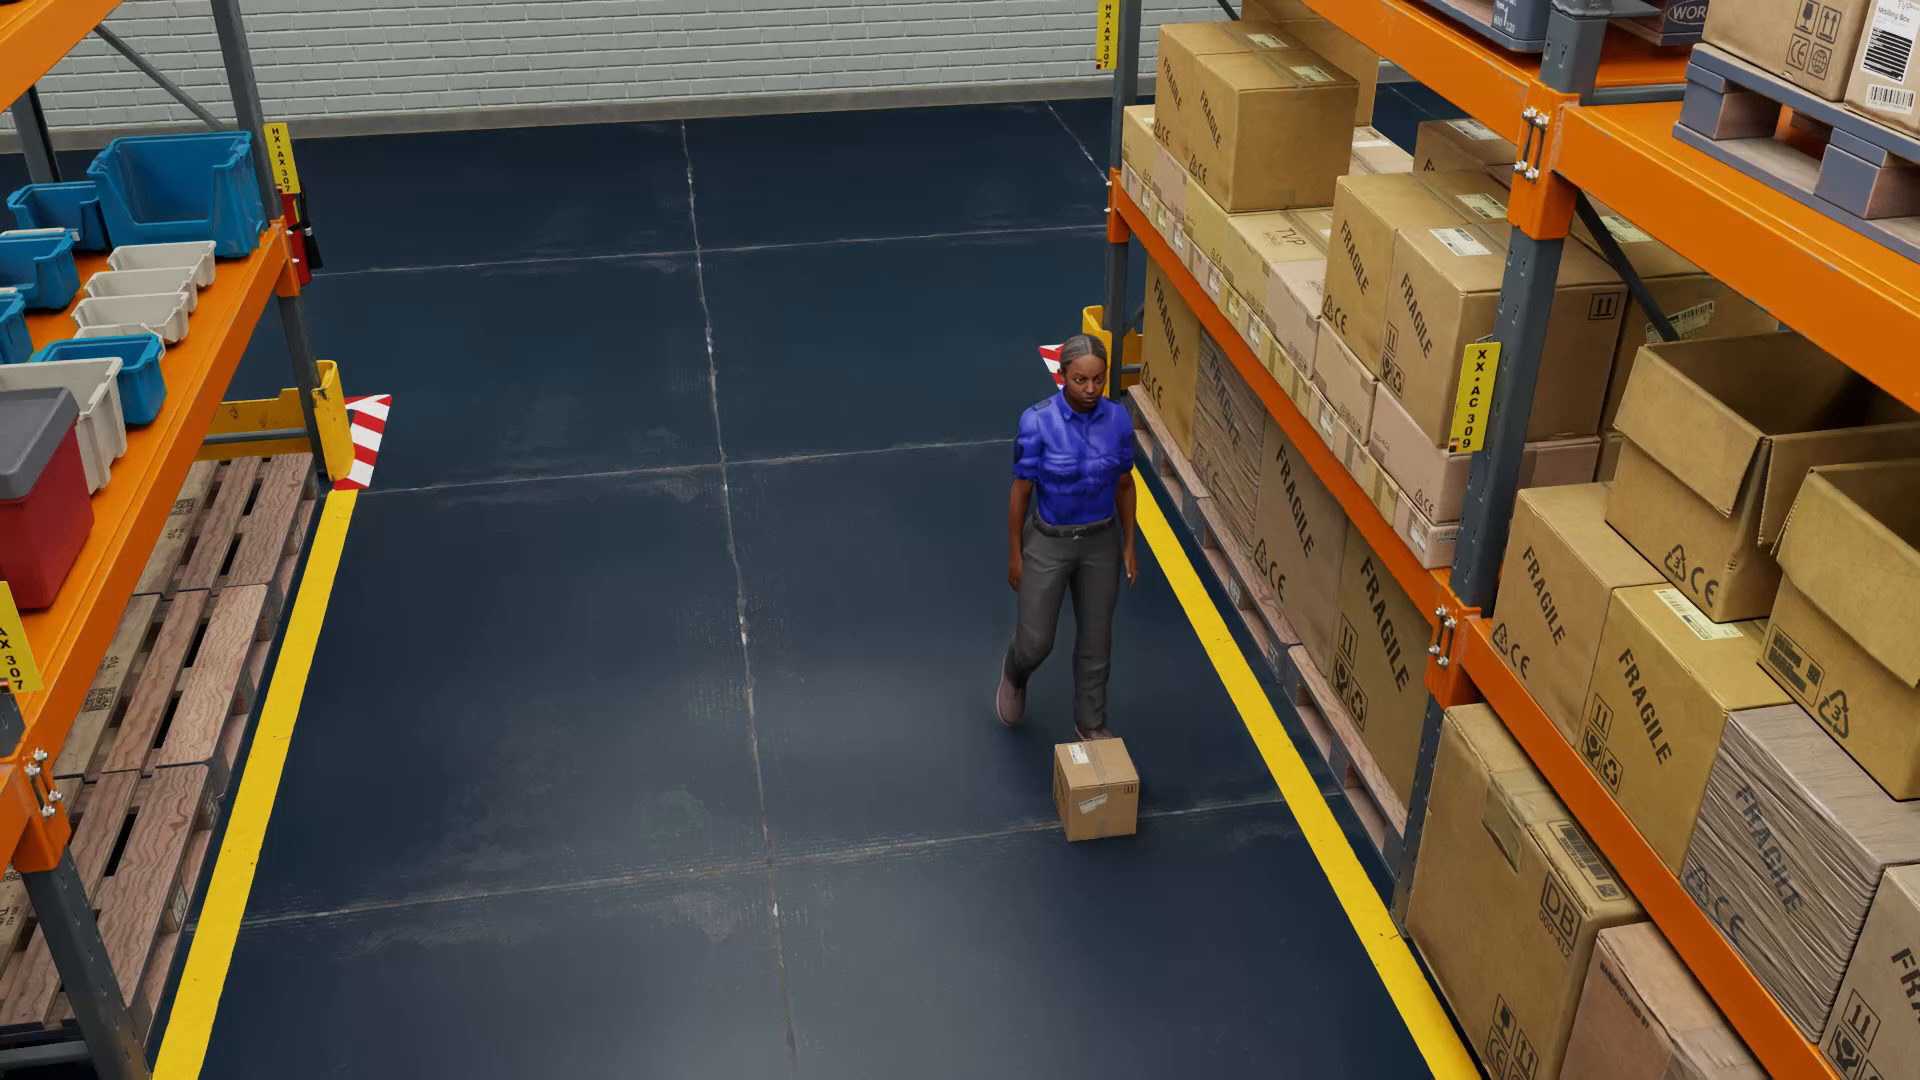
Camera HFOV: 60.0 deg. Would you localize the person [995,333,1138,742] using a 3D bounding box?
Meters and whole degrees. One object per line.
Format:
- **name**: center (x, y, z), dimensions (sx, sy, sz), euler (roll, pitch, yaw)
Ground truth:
- **person**: center (0.412, 0.040, 6.045), dimensions (0.496, 1.663, 0.564), euler (-10, 32, -16)
